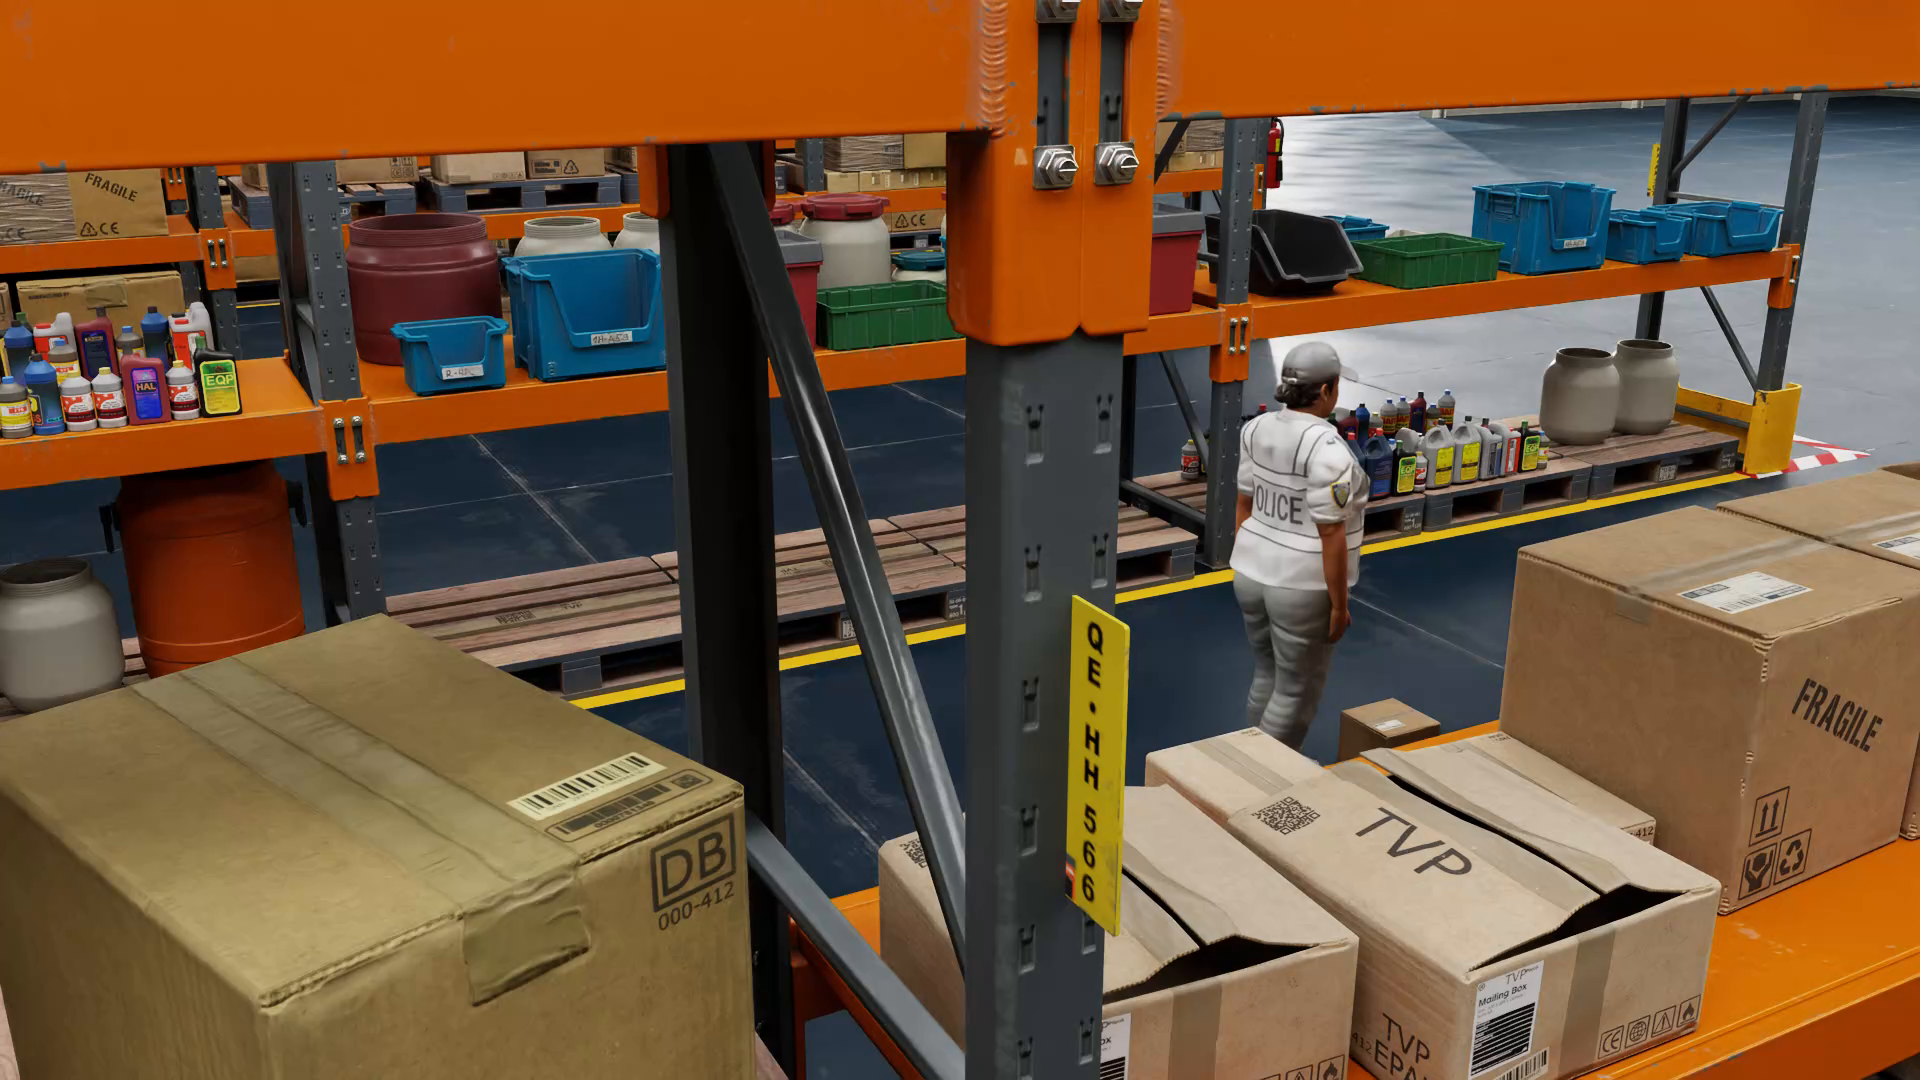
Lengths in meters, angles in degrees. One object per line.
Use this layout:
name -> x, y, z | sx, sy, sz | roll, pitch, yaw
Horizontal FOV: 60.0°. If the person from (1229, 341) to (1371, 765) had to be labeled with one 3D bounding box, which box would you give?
person -> 1.176, 0.147, 5.615 | 0.494, 1.666, 0.488 | -10, 21, -26
